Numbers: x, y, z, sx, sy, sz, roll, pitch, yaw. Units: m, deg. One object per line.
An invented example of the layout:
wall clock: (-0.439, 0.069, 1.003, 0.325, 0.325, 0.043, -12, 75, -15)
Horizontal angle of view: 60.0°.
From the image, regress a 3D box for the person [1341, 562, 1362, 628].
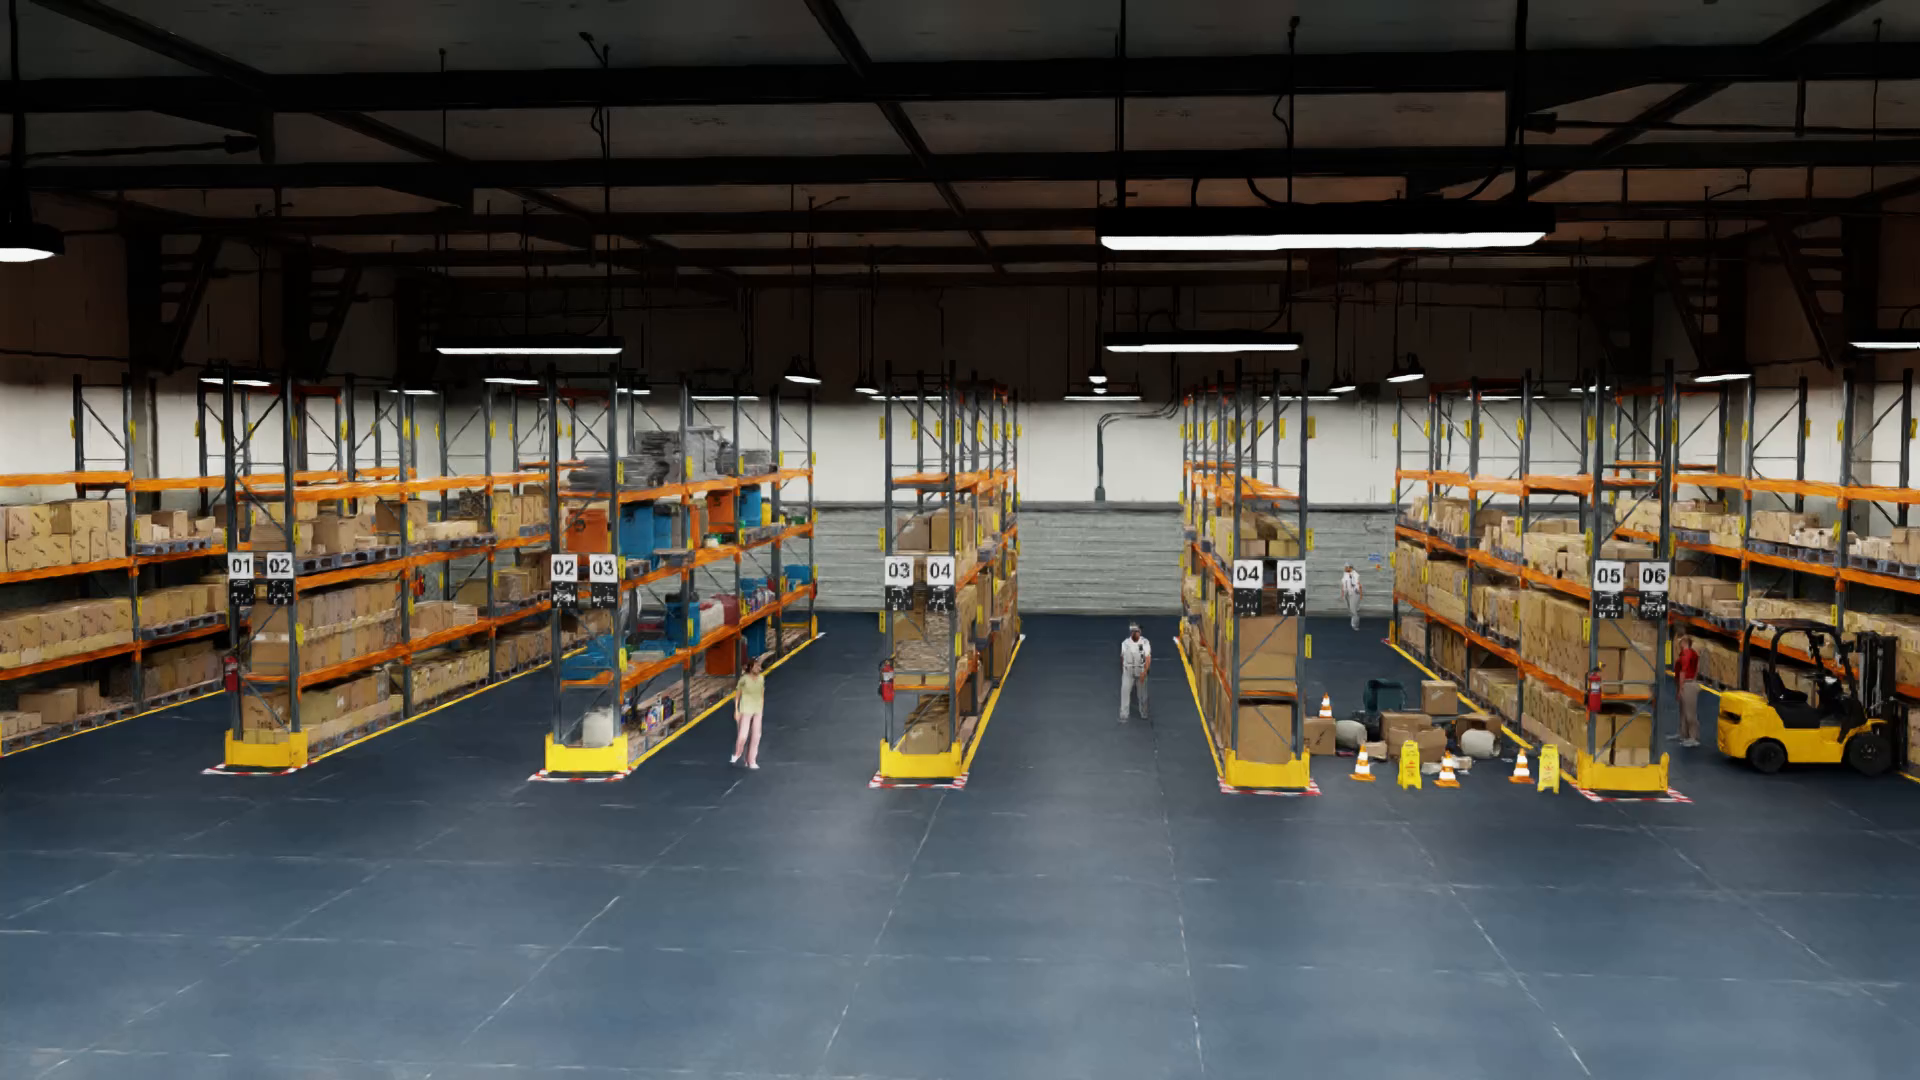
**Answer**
person: (10.036, 1.398, 42.501, 0.536, 1.692, 0.589, -2, 4, -32)

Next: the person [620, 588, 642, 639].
person: (-7.684, 1.663, 38.602, 0.639, 1.620, 0.512, 0, 4, 3)

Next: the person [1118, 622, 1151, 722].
person: (3.015, 2.253, 28.542, 0.535, 1.705, 1.029, 1, 4, 14)

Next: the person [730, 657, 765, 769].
person: (-3.155, 2.552, 24.699, 0.507, 1.661, 0.508, -2, 4, -31)

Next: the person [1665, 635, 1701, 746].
person: (11.564, 2.379, 26.566, 0.584, 1.723, 0.654, 3, 5, 36)
